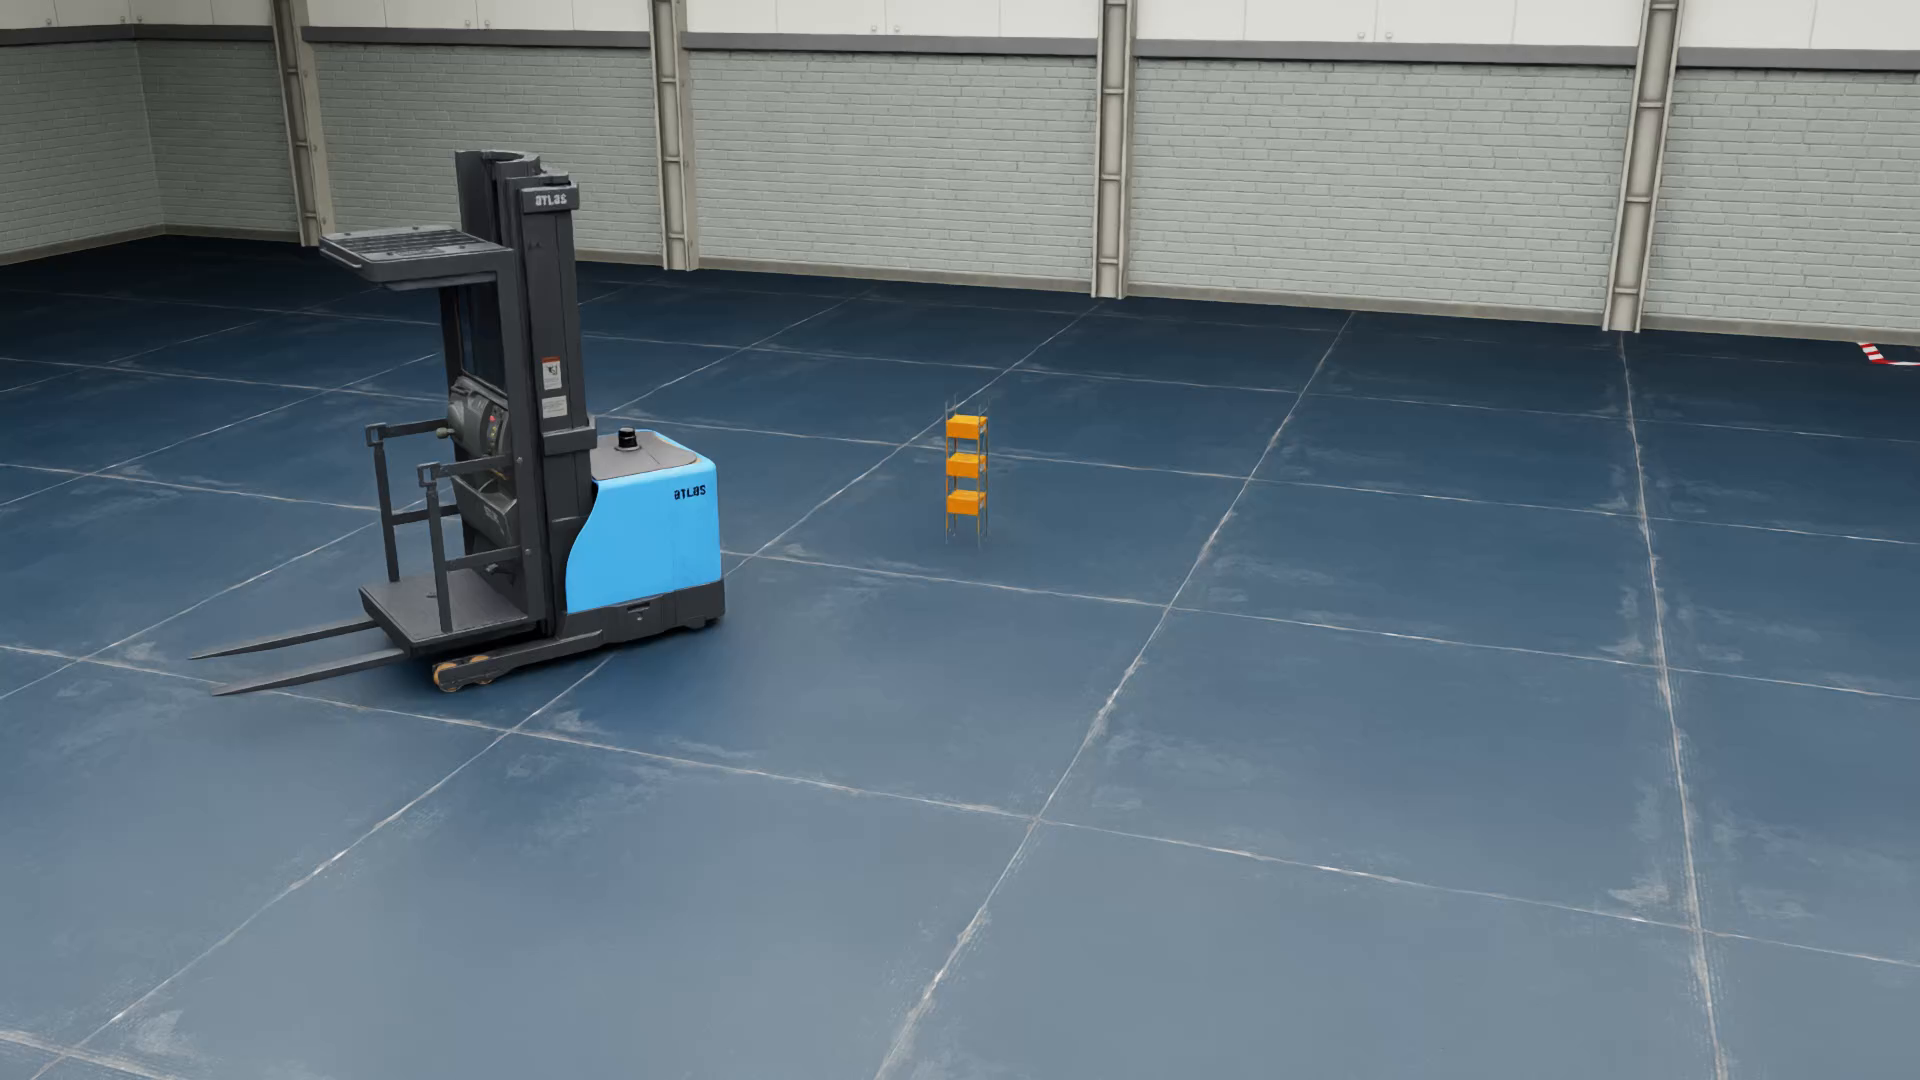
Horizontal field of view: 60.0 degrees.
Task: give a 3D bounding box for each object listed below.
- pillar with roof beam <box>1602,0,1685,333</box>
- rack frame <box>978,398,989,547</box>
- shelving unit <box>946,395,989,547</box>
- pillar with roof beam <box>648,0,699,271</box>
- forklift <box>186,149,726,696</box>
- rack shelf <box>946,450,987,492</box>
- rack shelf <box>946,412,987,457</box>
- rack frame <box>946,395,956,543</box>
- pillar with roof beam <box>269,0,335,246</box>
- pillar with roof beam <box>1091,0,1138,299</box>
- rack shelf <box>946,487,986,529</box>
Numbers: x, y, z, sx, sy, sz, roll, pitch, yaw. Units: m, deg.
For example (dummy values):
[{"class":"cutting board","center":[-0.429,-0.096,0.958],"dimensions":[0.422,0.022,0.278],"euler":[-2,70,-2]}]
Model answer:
[{"class":"pillar with roof beam","center":[6.126,-5.317,13.657],"dimensions":[0.400,9.000,9.100],"euler":[7,20,18]},{"class":"rack frame","center":[0.166,-0.477,11.849],"dimensions":[0.008,1.050,0.200],"euler":[7,20,18]},{"class":"shelving unit","center":[0.051,-0.490,11.887],"dimensions":[0.252,1.050,0.215],"euler":[7,20,18]},{"class":"pillar with roof beam","center":[-5.209,-6.613,17.376],"dimensions":[0.400,9.000,9.100],"euler":[7,20,18]},{"class":"forklift","center":[-2.989,-0.706,9.649],"dimensions":[3.031,2.935,1.130],"euler":[-13,23,-32]},{"class":"rack shelf","center":[0.051,-0.480,11.890],"dimensions":[0.240,0.259,0.215],"euler":[7,20,18]},{"class":"rack shelf","center":[0.051,-0.748,11.797],"dimensions":[0.240,0.259,0.215],"euler":[7,20,18]},{"class":"rack frame","center":[-0.065,-0.503,11.925],"dimensions":[0.008,1.050,0.200],"euler":[7,20,18]},{"class":"pillar with roof beam","center":[-10.877,-7.261,19.235],"dimensions":[0.400,9.000,9.100],"euler":[7,20,18]},{"class":"pillar with roof beam","center":[0.459,-5.965,15.517],"dimensions":[0.400,9.000,9.100],"euler":[7,20,18]},{"class":"rack shelf","center":[0.051,-0.218,11.982],"dimensions":[0.240,0.259,0.215],"euler":[7,20,18]}]
